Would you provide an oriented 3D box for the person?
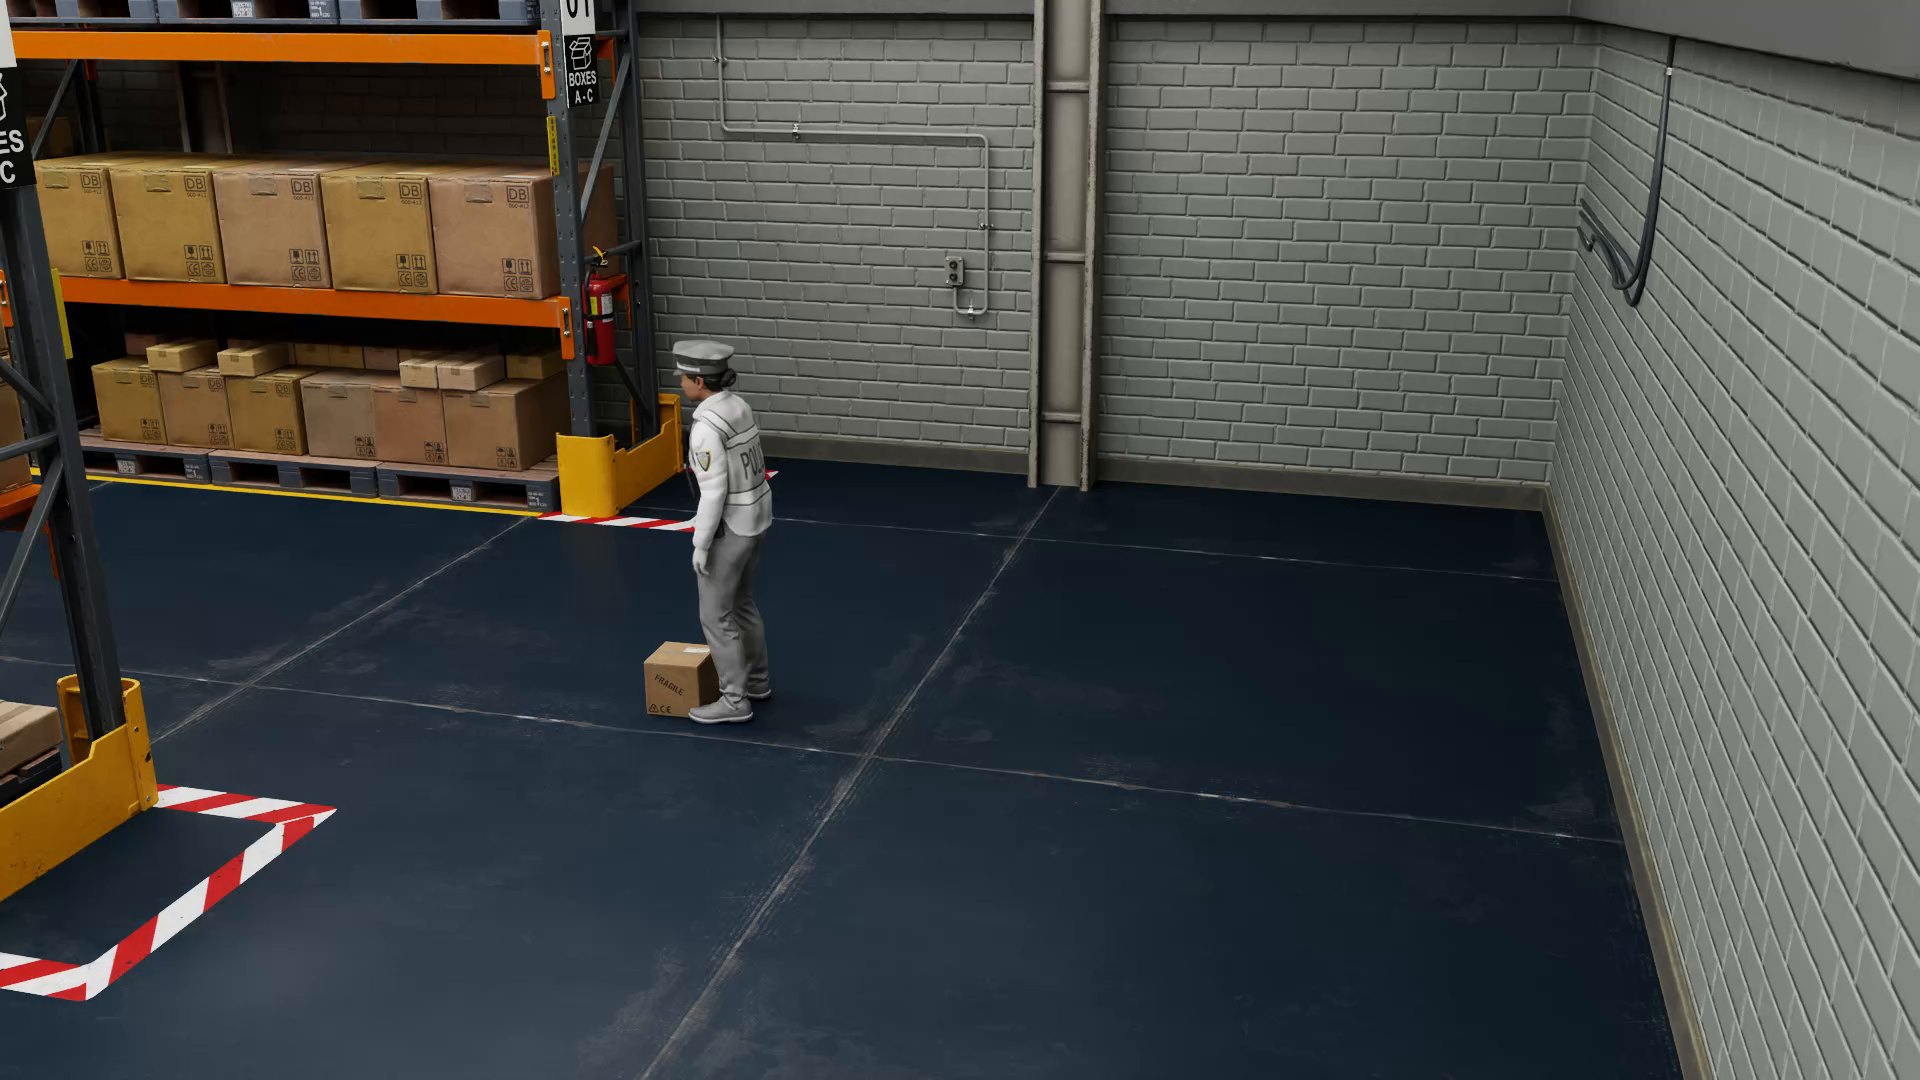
[{"bbox_3d":[-1.007,-0.031,7.146,0.378,1.663,0.531,4,19,13],"label":"person"}]
